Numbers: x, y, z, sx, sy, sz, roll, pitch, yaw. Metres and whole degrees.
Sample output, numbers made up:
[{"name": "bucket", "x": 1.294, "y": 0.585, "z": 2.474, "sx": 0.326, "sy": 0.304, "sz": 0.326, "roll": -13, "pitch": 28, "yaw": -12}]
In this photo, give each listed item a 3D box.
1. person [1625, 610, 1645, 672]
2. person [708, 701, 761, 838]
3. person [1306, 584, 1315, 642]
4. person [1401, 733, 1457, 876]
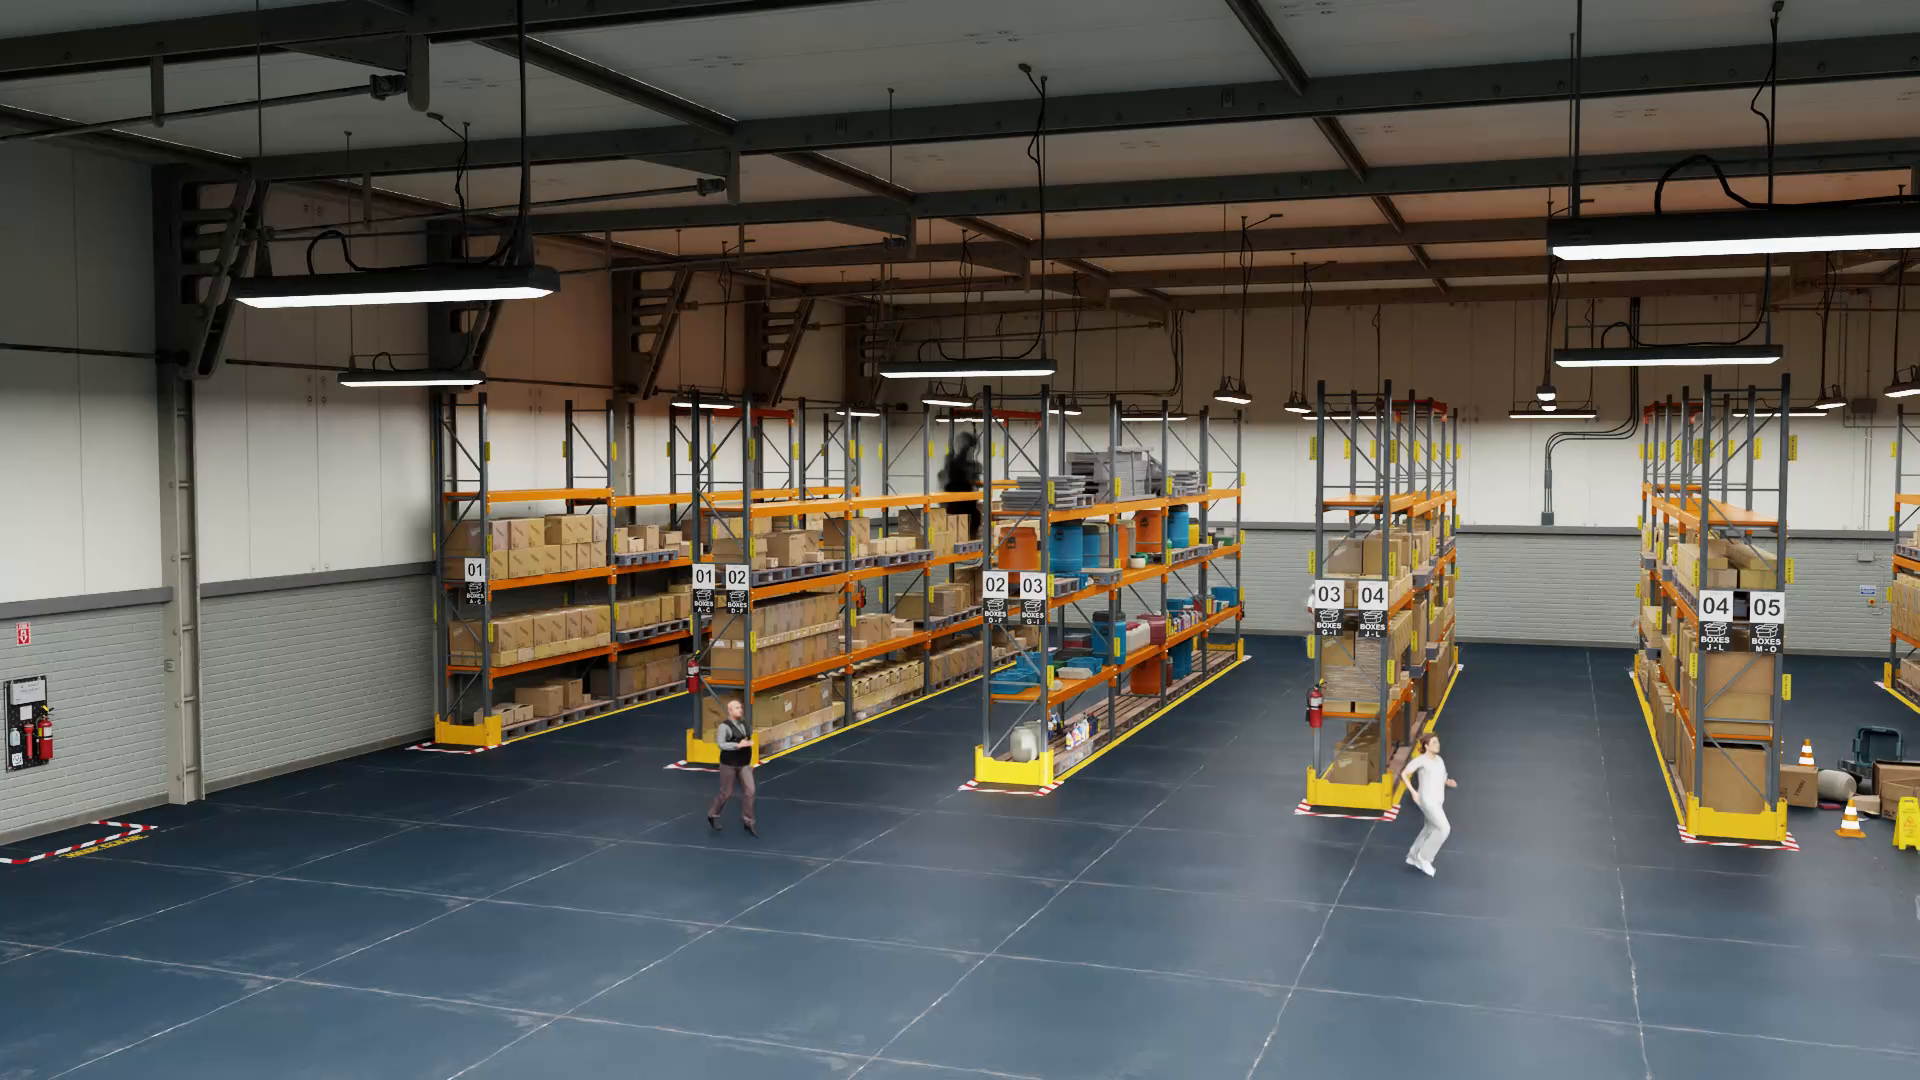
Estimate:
[{"name": "person", "x": 15.592, "y": 2.139, "z": 37.835, "sx": 0.908, "sy": 1.697, "sz": 0.596, "roll": -1, "pitch": 3, "yaw": -13}, {"name": "person", "x": -2.963, "y": 2.974, "z": 21.691, "sx": 0.829, "sy": 1.777, "sz": 0.657, "roll": 3, "pitch": 4, "yaw": 41}, {"name": "person", "x": 8.860, "y": 1.943, "z": 41.319, "sx": 0.606, "sy": 1.718, "sz": 0.697, "roll": 2, "pitch": 4, "yaw": 33}, {"name": "person", "x": 5.574, "y": 3.117, "z": 19.665, "sx": 0.535, "sy": 1.671, "sz": 0.672, "roll": -3, "pitch": 4, "yaw": -42}]
